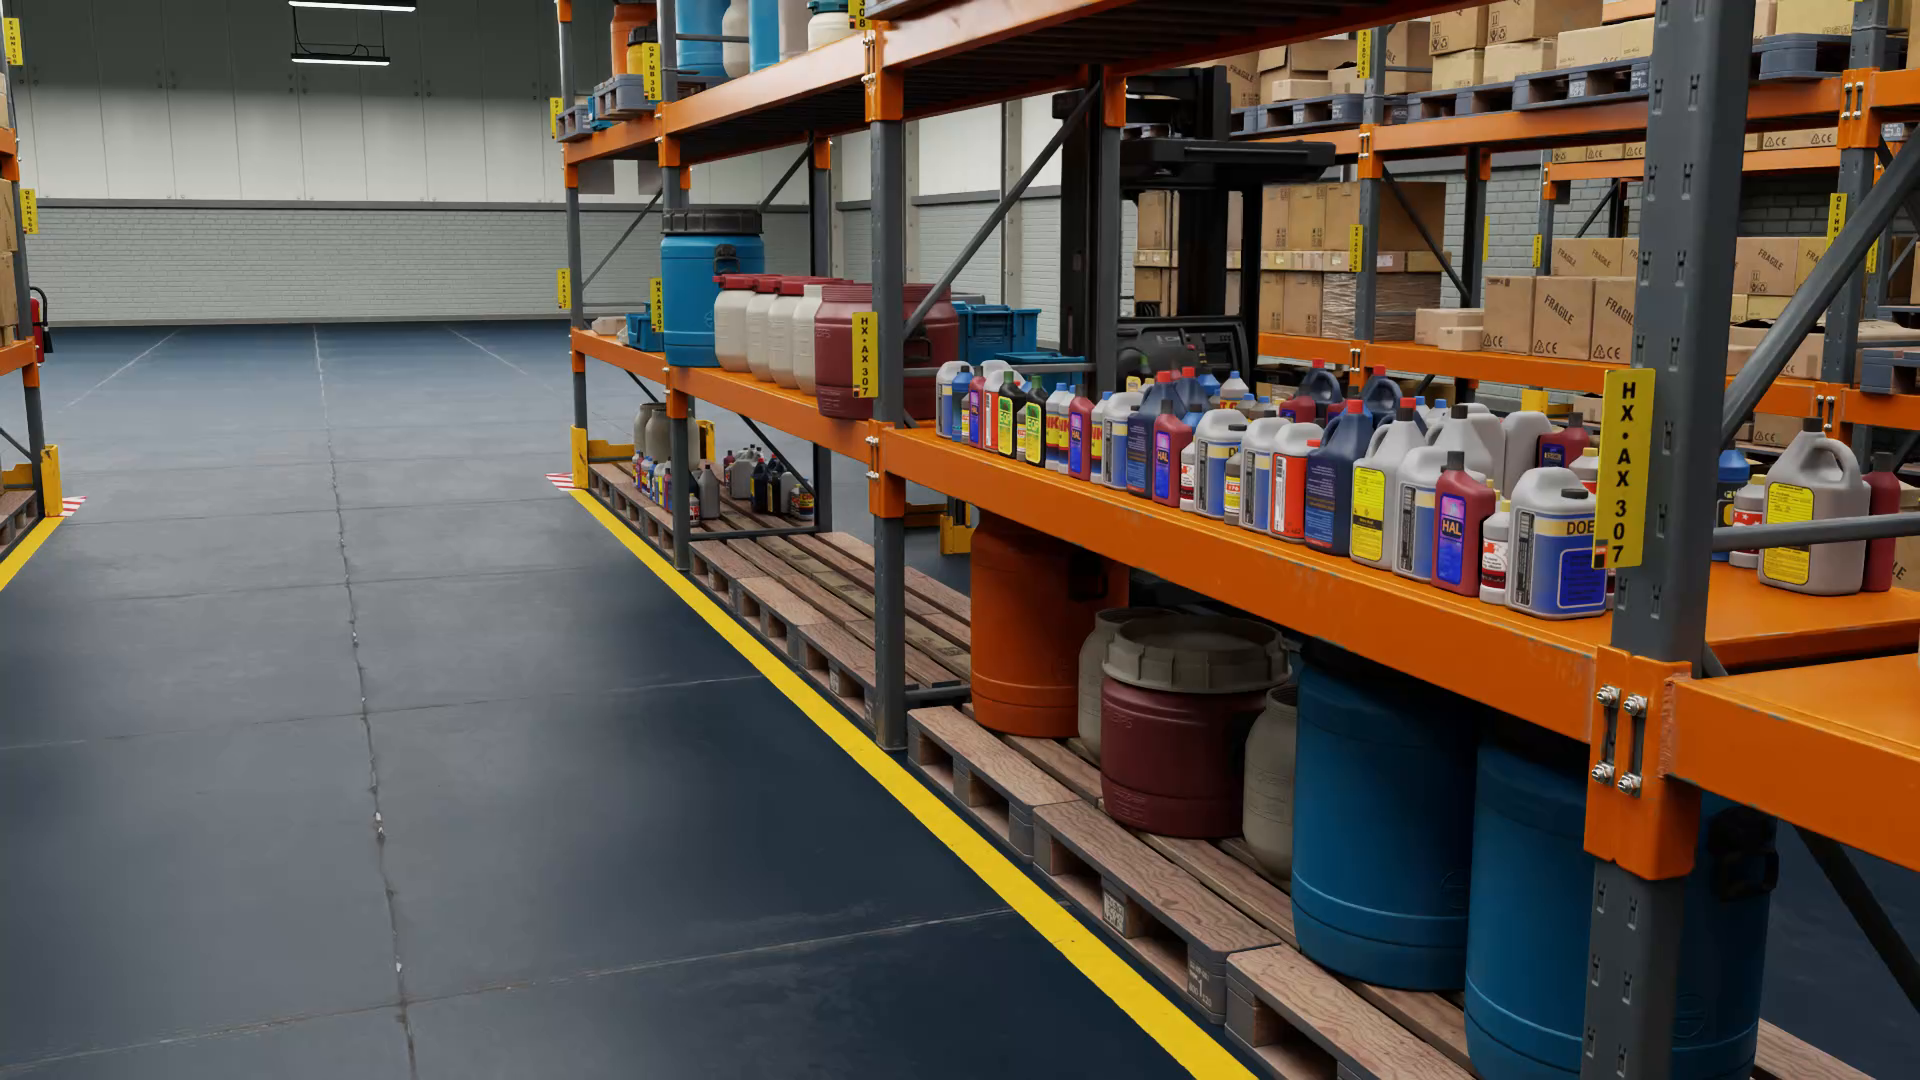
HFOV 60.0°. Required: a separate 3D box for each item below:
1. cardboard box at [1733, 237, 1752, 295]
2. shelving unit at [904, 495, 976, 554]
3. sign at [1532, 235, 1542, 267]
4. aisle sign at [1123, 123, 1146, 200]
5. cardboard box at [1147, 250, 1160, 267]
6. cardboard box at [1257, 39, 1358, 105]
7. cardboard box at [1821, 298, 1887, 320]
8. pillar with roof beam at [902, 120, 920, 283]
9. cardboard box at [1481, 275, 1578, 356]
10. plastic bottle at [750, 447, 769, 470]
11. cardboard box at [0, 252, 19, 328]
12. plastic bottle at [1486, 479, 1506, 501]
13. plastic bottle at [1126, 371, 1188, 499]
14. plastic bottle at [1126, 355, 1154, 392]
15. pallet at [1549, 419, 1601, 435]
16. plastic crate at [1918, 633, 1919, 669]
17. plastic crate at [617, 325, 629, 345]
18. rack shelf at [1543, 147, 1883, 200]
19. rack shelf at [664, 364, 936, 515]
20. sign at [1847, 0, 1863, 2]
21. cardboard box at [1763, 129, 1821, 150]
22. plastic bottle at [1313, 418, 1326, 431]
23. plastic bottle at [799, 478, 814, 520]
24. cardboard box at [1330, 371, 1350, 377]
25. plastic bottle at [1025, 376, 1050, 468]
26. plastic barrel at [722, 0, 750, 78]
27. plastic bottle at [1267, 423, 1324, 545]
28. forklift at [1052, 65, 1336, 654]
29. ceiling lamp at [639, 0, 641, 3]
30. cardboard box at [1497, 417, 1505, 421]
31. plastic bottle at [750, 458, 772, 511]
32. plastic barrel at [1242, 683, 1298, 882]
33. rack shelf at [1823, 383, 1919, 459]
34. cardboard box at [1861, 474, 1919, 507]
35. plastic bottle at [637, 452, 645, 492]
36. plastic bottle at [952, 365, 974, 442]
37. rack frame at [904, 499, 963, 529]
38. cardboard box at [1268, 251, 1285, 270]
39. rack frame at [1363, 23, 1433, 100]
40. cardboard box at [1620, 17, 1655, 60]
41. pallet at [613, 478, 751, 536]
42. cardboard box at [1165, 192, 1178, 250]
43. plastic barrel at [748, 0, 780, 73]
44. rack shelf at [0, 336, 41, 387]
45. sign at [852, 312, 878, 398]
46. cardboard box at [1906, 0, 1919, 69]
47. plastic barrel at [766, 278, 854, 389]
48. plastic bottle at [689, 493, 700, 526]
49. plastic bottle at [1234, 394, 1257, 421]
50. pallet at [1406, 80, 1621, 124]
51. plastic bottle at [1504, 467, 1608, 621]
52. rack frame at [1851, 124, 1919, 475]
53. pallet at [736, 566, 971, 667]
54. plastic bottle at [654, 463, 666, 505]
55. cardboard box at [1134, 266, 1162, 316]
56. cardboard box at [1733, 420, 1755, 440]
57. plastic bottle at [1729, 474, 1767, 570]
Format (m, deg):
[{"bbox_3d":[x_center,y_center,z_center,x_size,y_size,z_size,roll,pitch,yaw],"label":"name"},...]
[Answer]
[{"bbox_3d":[7.112,-2.475,14.998,0.500,0.500,0.500,-4,11,-23],"label":"cardboard box"},{"bbox_3d":[-0.028,-0.751,11.359,0.587,1.500,1.083,-4,11,-21],"label":"shelving unit"},{"bbox_3d":[5.975,-2.993,17.208,0.100,0.325,0.005,-4,11,-21],"label":"sign"},{"bbox_3d":[1.556,-3.557,15.430,0.394,0.787,0.004,-4,11,-21],"label":"aisle sign"},{"bbox_3d":[1.905,-2.534,14.963,0.380,0.149,0.250,-4,11,-22],"label":"cardboard box"},{"bbox_3d":[2.836,-3.713,13.272,0.797,0.503,0.637,-3,10,-15],"label":"cardboard box"},{"bbox_3d":[7.476,-1.942,14.145,0.500,0.250,0.500,-4,11,-21],"label":"cardboard box"},{"bbox_3d":[-5.169,-9.140,37.106,9.100,9.000,0.548,-4,11,-21],"label":"pillar with roof beam"},{"bbox_3d":[3.769,-1.470,10.834,0.500,0.500,0.500,-3,11,-17],"label":"cardboard box"},{"bbox_3d":[-1.431,-0.490,11.918,0.144,0.351,0.185,-4,11,-21],"label":"plastic bottle"},{"bbox_3d":[-6.902,-1.688,11.211,0.875,0.500,0.500,-4,11,-21],"label":"cardboard box"},{"bbox_3d":[1.129,-0.030,3.592,0.097,0.201,0.097,0,10,0],"label":"plastic bottle"},{"bbox_3d":[0.559,-0.298,4.674,0.144,0.351,0.185,-4,11,-21],"label":"plastic bottle"},{"bbox_3d":[0.691,-0.570,6.393,0.061,0.283,0.133,-4,11,-21],"label":"plastic bottle"},{"bbox_3d":[6.770,-1.081,16.894,1.003,0.211,1.213,-4,11,-21],"label":"pallet"},{"bbox_3d":[1.631,0.172,2.471,0.396,0.136,0.243,-4,11,-21],"label":"plastic crate"},{"bbox_3d":[-2.128,-1.439,11.695,0.530,0.136,0.437,-4,11,-21],"label":"plastic crate"},{"bbox_3d":[7.206,-3.397,15.443,1.077,0.370,4.000,-4,11,-21],"label":"rack shelf"},{"bbox_3d":[-0.578,-0.639,8.500,1.077,0.370,4.000,-4,11,-21],"label":"rack shelf"},{"bbox_3d":[4.244,-2.717,7.861,0.100,0.325,0.005,-4,11,-21],"label":"sign"},{"bbox_3d":[7.346,-3.634,14.378,0.500,0.500,0.500,-5,11,-26],"label":"cardboard box"},{"bbox_3d":[0.897,-0.169,4.172,0.097,0.271,0.097,0,10,0],"label":"plastic bottle"},{"bbox_3d":[-1.010,-0.273,10.922,0.097,0.271,0.097,0,10,0],"label":"plastic bottle"},{"bbox_3d":[3.076,-1.114,13.630,0.500,0.500,0.500,-4,11,-21],"label":"cardboard box"},{"bbox_3d":[0.259,-0.380,5.324,0.061,0.283,0.133,-4,11,-21],"label":"plastic bottle"},{"bbox_3d":[-1.276,-3.141,10.429,0.421,0.512,0.421,0,10,0],"label":"plastic barrel"},{"bbox_3d":[0.837,-0.138,3.987,0.152,0.276,0.135,-4,11,-21],"label":"plastic bottle"},{"bbox_3d":[1.205,-0.993,8.635,1.130,2.935,3.031,-4,11,-23],"label":"forklift"},{"bbox_3d":[-6.553,-12.320,38.321,2.000,3.185,0.800,-4,11,-21],"label":"ceiling lamp"},{"bbox_3d":[3.729,-0.714,11.922,0.500,0.311,0.500,-4,11,-21],"label":"cardboard box"},{"bbox_3d":[-1.343,-0.381,11.303,0.144,0.351,0.185,-4,11,-21],"label":"plastic bottle"},{"bbox_3d":[1.037,0.701,4.818,0.421,0.512,0.421,0,10,0],"label":"plastic barrel"},{"bbox_3d":[5.489,-0.300,6.594,1.077,0.370,4.000,-4,11,-21],"label":"rack shelf"},{"bbox_3d":[4.848,-0.214,9.106,0.500,0.311,0.500,-4,11,-19],"label":"cardboard box"},{"bbox_3d":[-2.321,-0.498,12.153,0.061,0.283,0.133,-4,11,-20],"label":"plastic bottle"},{"bbox_3d":[0.018,-0.491,5.985,0.097,0.271,0.097,0,10,0],"label":"plastic bottle"},{"bbox_3d":[-0.215,-0.835,11.834,0.500,1.500,0.032,-4,11,-21],"label":"rack frame"},{"bbox_3d":[2.650,-2.199,13.078,0.380,0.149,0.250,-4,11,-21],"label":"cardboard box"},{"bbox_3d":[3.315,-4.587,11.511,1.000,3.000,0.127,-4,11,-21],"label":"rack frame"},{"bbox_3d":[4.144,-2.839,9.479,0.500,0.250,0.500,-4,11,-22],"label":"cardboard box"},{"bbox_3d":[-1.954,-0.258,12.269,1.003,0.211,1.213,-4,11,-21],"label":"pallet"},{"bbox_3d":[2.237,-2.803,14.622,0.700,0.500,0.500,-4,11,-22],"label":"cardboard box"},{"bbox_3d":[-0.917,-2.974,9.577,0.600,0.901,0.708,-4,11,-21],"label":"plastic barrel"},{"bbox_3d":[-6.644,-0.977,10.404,1.077,0.370,4.000,-4,11,-21],"label":"rack shelf"},{"bbox_3d":[-0.364,-0.711,6.385,0.100,0.325,0.005,-4,11,-21],"label":"sign"},{"bbox_3d":[4.954,-2.437,7.706,0.910,0.500,0.500,-4,11,-21],"label":"cardboard box"},{"bbox_3d":[-0.738,-1.026,8.234,0.433,0.535,0.433,0,10,0],"label":"plastic barrel"},{"bbox_3d":[-1.725,-0.198,10.701,0.097,0.201,0.097,0,10,0],"label":"plastic bottle"},{"bbox_3d":[0.975,-0.393,5.630,0.097,0.201,0.097,0,10,0],"label":"plastic bottle"},{"bbox_3d":[3.647,-2.873,10.986,0.805,0.209,1.217,-4,11,-23],"label":"pallet"},{"bbox_3d":[1.152,0.004,3.189,0.152,0.276,0.135,-4,11,-21],"label":"plastic bottle"},{"bbox_3d":[7.930,-1.948,13.807,1.000,3.000,0.127,-4,11,-21],"label":"rack frame"},{"bbox_3d":[-0.537,0.379,8.689,1.003,0.211,1.213,-4,11,-21],"label":"pallet"},{"bbox_3d":[-2.047,-0.393,11.584,0.152,0.276,0.135,-4,11,-20],"label":"plastic bottle"},{"bbox_3d":[2.023,-2.258,15.265,0.700,0.500,0.500,-4,11,-21],"label":"cardboard box"},{"bbox_3d":[7.370,-1.024,15.493,0.380,0.149,0.250,-5,11,-25],"label":"cardboard box"},{"bbox_3d":[1.753,-0.042,3.660,0.097,0.201,0.097,0,10,0],"label":"plastic bottle"}]
